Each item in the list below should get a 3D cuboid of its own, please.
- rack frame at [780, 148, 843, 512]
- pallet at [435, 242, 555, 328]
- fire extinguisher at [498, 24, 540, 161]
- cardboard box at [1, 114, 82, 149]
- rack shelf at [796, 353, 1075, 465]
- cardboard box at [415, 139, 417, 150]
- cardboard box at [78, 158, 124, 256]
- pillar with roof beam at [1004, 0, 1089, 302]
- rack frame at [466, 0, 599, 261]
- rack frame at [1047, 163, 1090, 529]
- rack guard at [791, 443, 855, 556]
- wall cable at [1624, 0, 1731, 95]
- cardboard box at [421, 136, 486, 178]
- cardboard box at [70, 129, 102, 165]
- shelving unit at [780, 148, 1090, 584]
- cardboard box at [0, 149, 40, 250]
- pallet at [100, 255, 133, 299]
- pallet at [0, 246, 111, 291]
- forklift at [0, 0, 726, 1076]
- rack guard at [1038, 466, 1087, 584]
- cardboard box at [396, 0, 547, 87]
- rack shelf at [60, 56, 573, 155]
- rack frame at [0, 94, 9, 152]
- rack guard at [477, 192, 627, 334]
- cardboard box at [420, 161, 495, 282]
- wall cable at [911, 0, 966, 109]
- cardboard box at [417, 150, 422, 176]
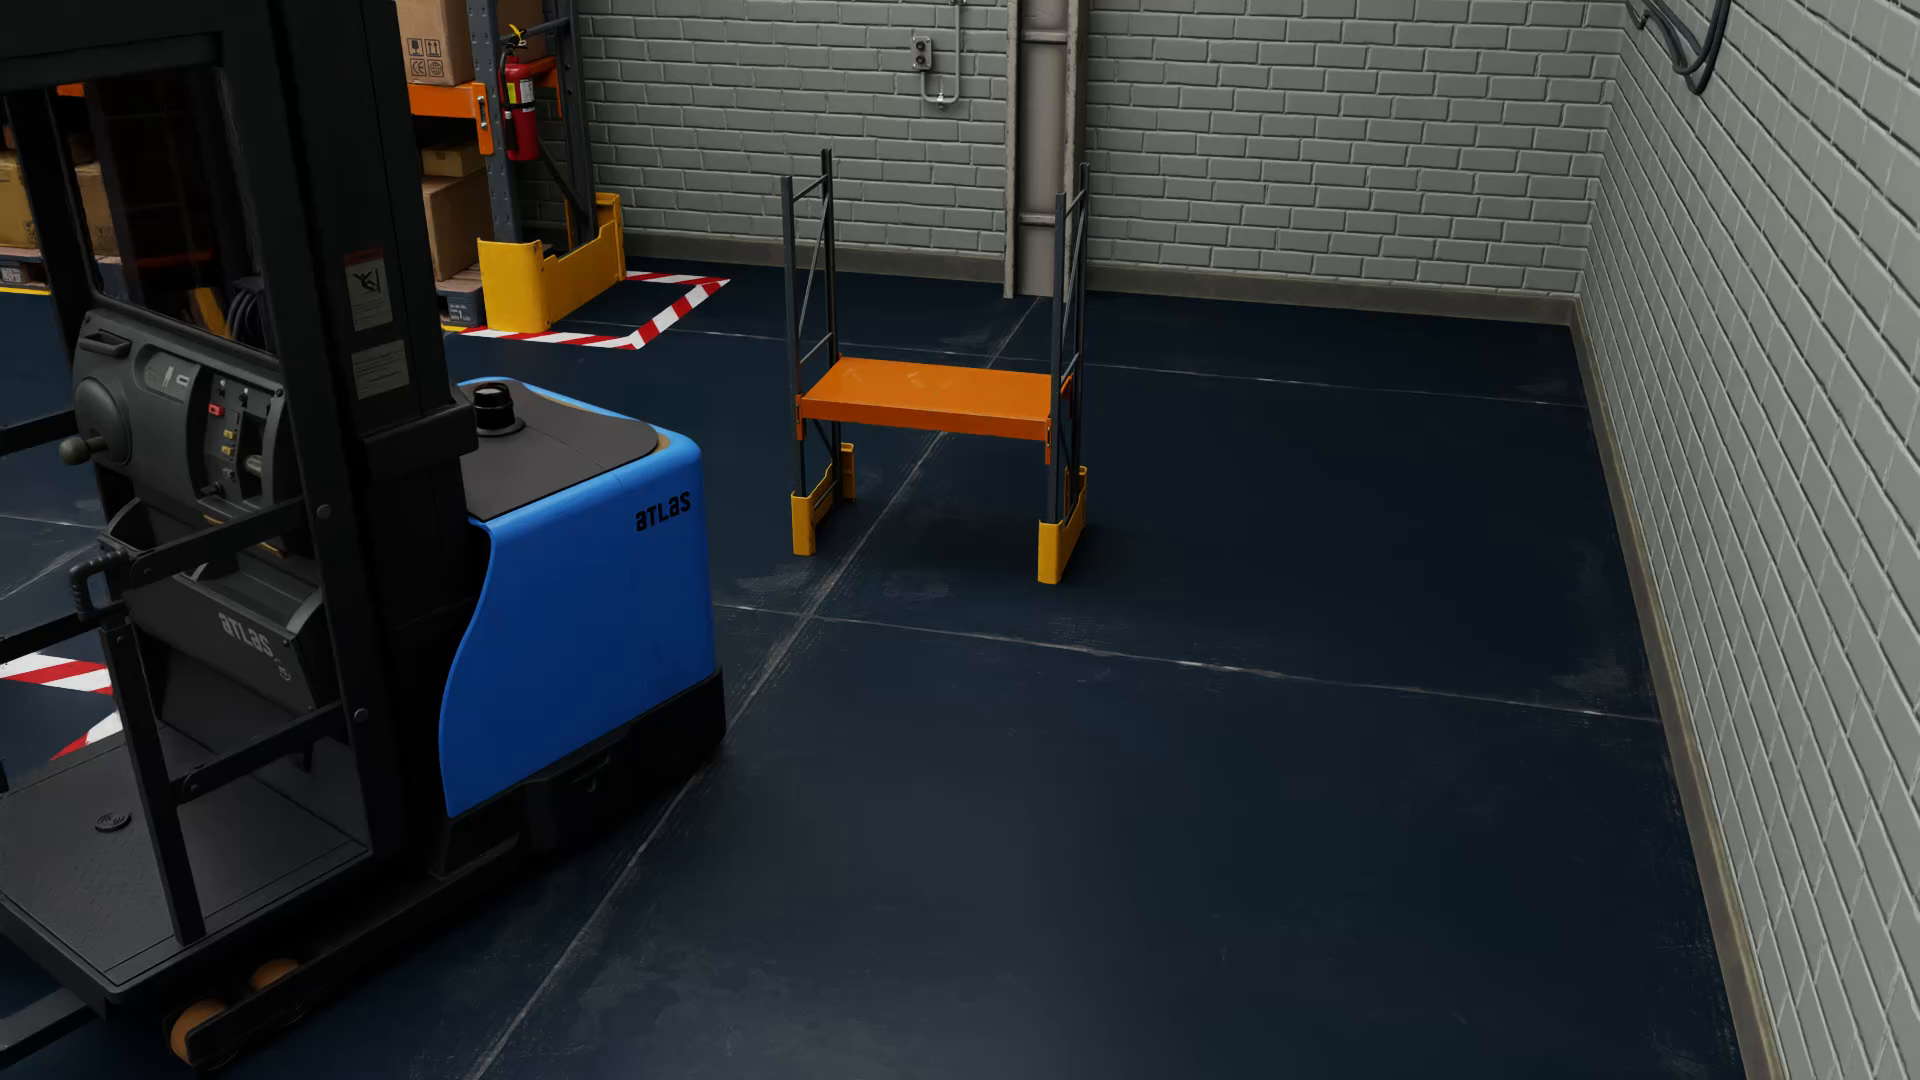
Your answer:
[{"bbox_3d":[-0.575,-0.741,6.561,0.032,1.500,0.500,6,26,13],"label":"rack frame"},{"bbox_3d":[-3.139,-1.538,9.736,1.213,0.211,1.003,6,26,13],"label":"pallet"},{"bbox_3d":[-2.314,-2.333,8.684,0.183,0.674,0.296,6,26,13],"label":"fire extinguisher"},{"bbox_3d":[-5.612,-2.502,10.181,0.250,0.149,0.380,6,26,13],"label":"cardboard box"},{"bbox_3d":[-0.083,-0.524,6.524,1.000,0.185,0.538,6,26,13],"label":"rack shelf"},{"bbox_3d":[-3.368,-2.255,9.663,0.250,0.149,0.380,6,26,13],"label":"cardboard box"},{"bbox_3d":[-5.035,-2.056,9.998,0.500,0.500,0.700,6,26,12],"label":"cardboard box"},{"bbox_3d":[-0.587,-3.732,4.120,0.400,9.000,9.100,6,26,13],"label":"pillar with roof beam"},{"bbox_3d":[-2.345,-2.744,9.025,0.127,3.000,1.000,6,26,13],"label":"rack frame"},{"bbox_3d":[0.410,-0.632,6.332,0.032,1.500,0.500,6,26,13],"label":"rack frame"},{"bbox_3d":[-0.556,-0.174,6.825,0.087,0.250,0.587,6,26,13],"label":"rack guard"},{"bbox_3d":[3.043,-3.297,6.819,0.112,2.526,3.097,6,26,13],"label":"wall cable"},{"bbox_3d":[-2.877,-2.201,9.549,0.250,0.149,0.380,6,26,13],"label":"cardboard box"},{"bbox_3d":[-5.234,-2.291,9.738,0.250,0.149,0.380,7,26,15],"label":"cardboard box"},{"bbox_3d":[-0.074,-0.685,6.445,1.083,1.500,0.587,6,26,13],"label":"shelving unit"},{"bbox_3d":[-5.521,-2.111,10.114,0.500,0.500,0.700,7,26,14],"label":"cardboard box"},{"bbox_3d":[-4.317,-1.670,10.012,1.213,0.211,1.003,6,26,13],"label":"pallet"},{"bbox_3d":[-5.502,-1.800,10.284,1.213,0.211,1.003,6,26,13],"label":"pallet"},{"bbox_3d":[-2.045,-0.276,3.921,1.130,2.935,3.031,18,31,34],"label":"forklift"},{"bbox_3d":[0.408,-0.068,6.601,0.087,0.250,0.587,6,26,13],"label":"rack guard"},{"bbox_3d":[-2.842,-2.930,9.066,0.700,0.700,0.980,8,26,15],"label":"cardboard box"},{"bbox_3d":[-4.282,-2.634,9.629,4.000,0.370,1.077,6,26,13],"label":"rack shelf"},{"bbox_3d":[-6.219,-3.173,9.924,0.127,3.000,1.000,6,26,13],"label":"rack frame"},{"bbox_3d":[-2.322,-1.613,9.557,0.348,0.500,1.175,6,26,13],"label":"rack guard"},{"bbox_3d":[-3.048,-1.839,9.542,0.500,0.500,0.700,6,26,13],"label":"cardboard box"},{"bbox_3d":[-0.870,-3.460,9.346,1.851,1.984,0.084,6,26,13],"label":"wall cable"},{"bbox_3d":[-3.218,-2.069,9.272,0.250,0.149,0.380,6,26,12],"label":"cardboard box"}]
